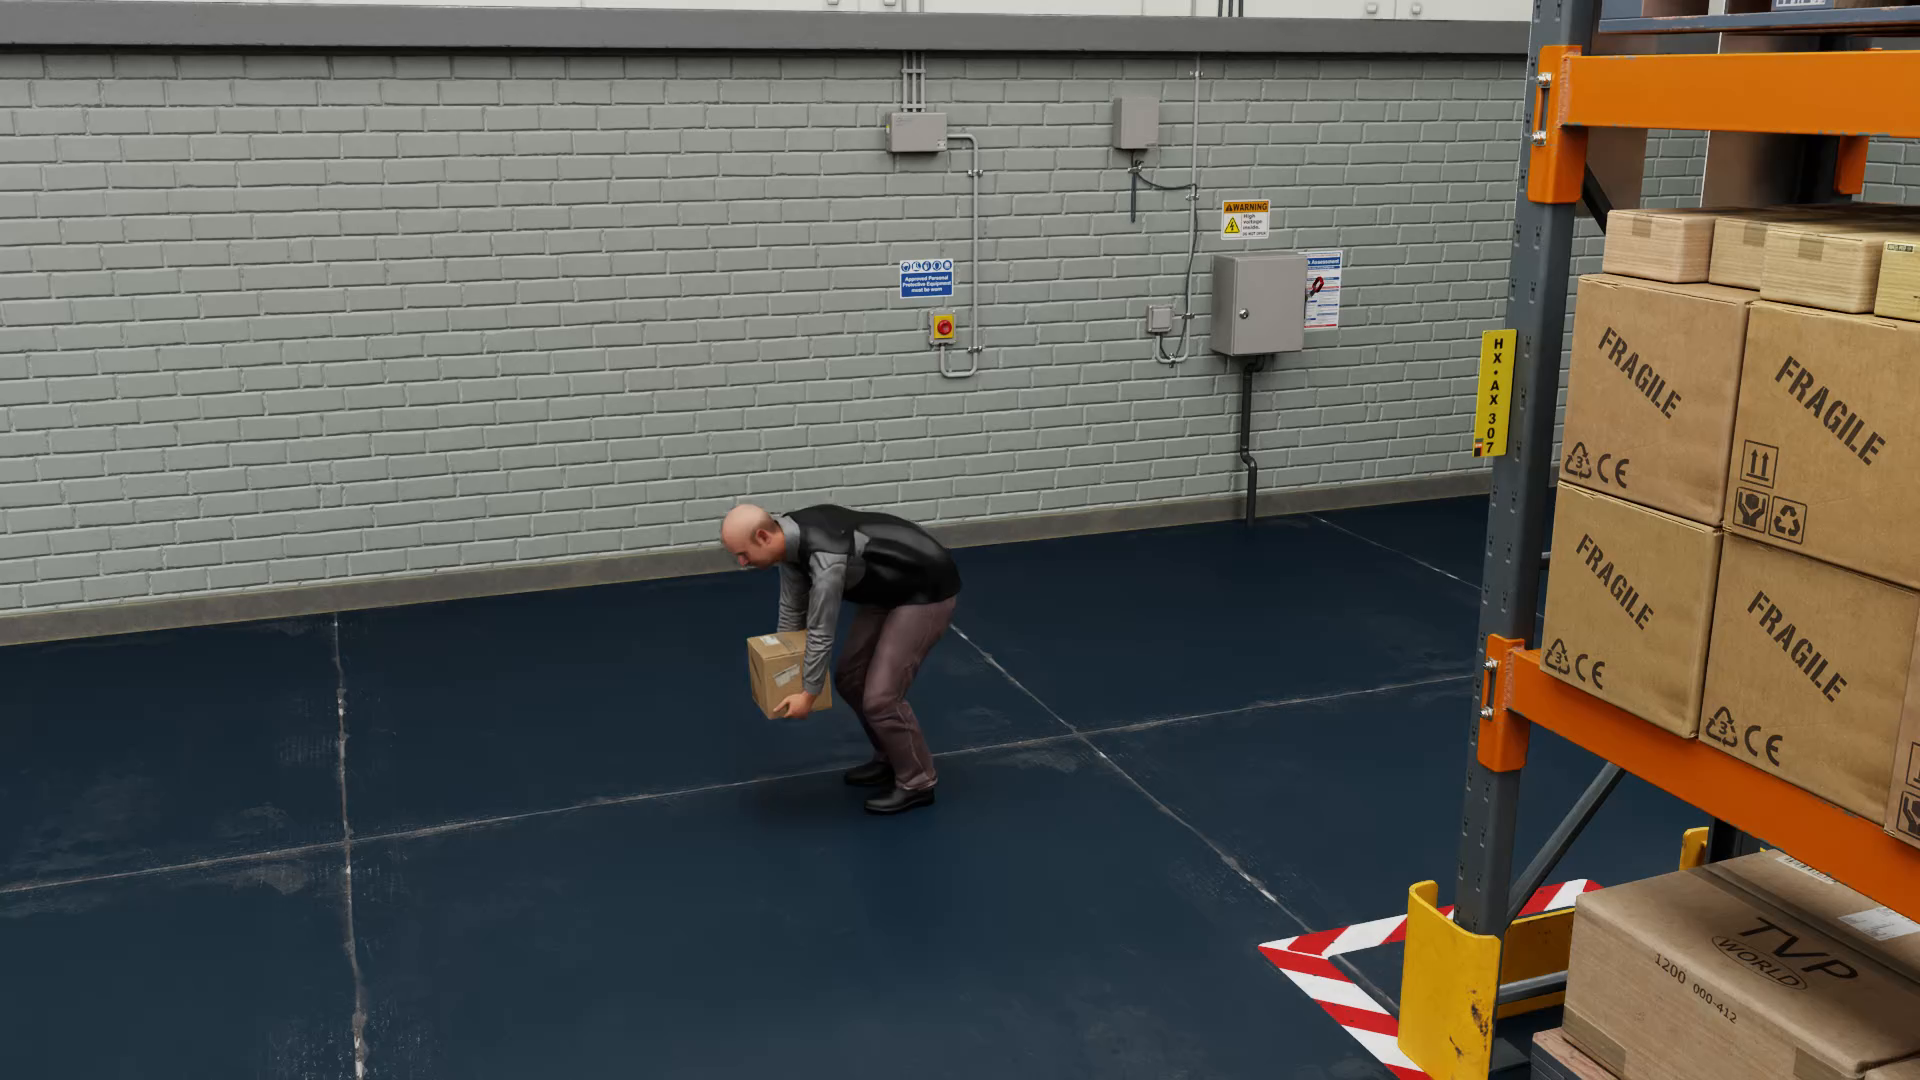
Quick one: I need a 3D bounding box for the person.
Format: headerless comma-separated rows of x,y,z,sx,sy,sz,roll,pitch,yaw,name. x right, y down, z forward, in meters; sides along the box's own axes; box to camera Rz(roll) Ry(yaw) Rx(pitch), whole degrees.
-0.461,0.433,6.405,0.897,1.245,0.475,-6,17,-22,person
